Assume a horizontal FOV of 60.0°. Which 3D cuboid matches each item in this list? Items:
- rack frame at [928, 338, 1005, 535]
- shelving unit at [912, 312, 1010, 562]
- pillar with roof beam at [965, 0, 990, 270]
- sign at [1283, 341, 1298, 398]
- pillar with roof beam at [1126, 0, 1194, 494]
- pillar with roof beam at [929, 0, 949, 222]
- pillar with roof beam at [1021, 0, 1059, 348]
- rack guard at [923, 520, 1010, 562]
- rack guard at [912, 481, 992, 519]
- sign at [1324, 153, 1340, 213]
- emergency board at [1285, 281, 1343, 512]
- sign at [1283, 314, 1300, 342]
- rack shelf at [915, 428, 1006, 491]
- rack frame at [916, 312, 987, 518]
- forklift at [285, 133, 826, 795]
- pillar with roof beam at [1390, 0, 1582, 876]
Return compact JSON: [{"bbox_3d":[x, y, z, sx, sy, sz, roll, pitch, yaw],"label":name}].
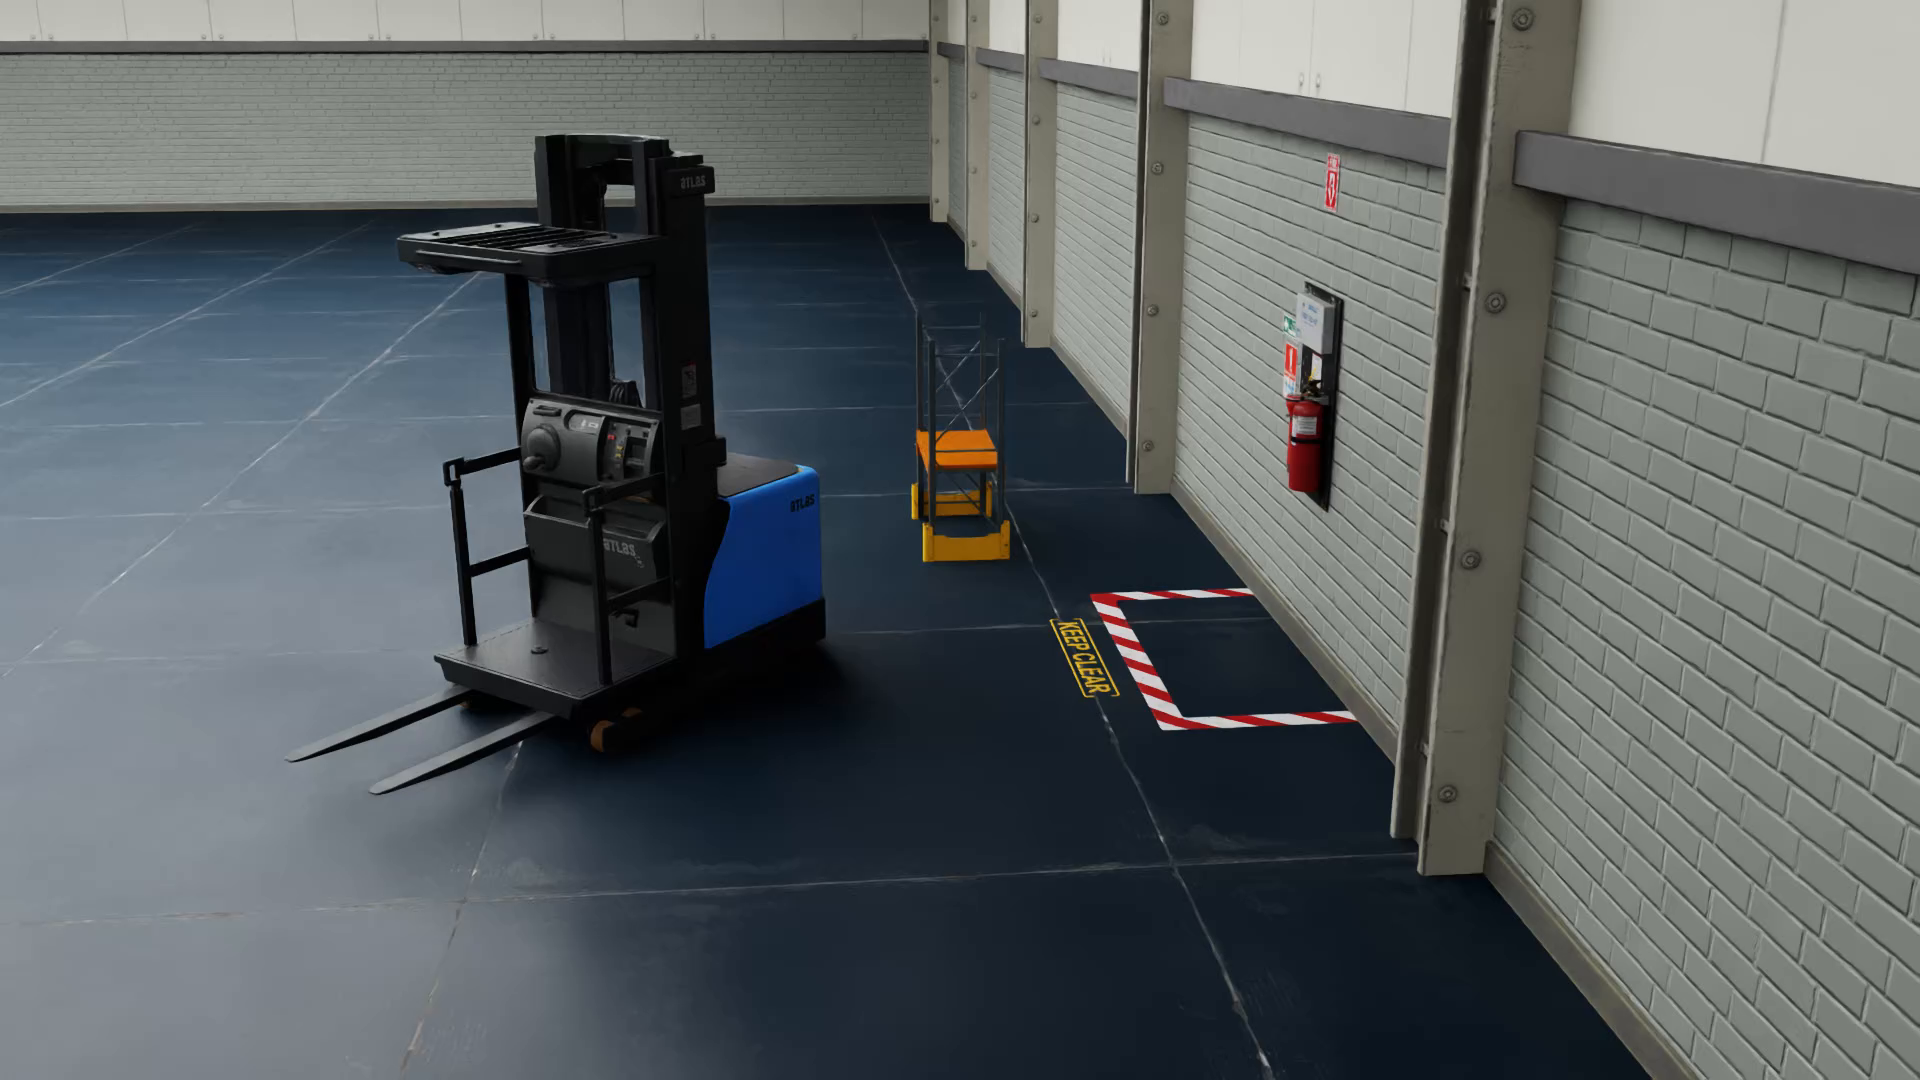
[{"bbox_3d":[0.044,-0.590,11.051,0.500,1.500,0.032,-2,18,-6],"label":"rack frame"},{"bbox_3d":[-0.008,-0.738,11.525,0.587,1.500,1.083,-2,18,-6],"label":"shelving unit"},{"bbox_3d":[-4.034,-8.152,22.620,9.100,9.000,0.400,-2,18,-6],"label":"pillar with roof beam"},{"bbox_3d":[1.934,-0.982,9.739,0.001,0.329,0.234,-2,18,-6],"label":"sign"},{"bbox_3d":[-2.796,-4.577,11.232,9.100,9.000,0.400,-2,18,-6],"label":"pillar with roof beam"},{"bbox_3d":[-4.652,-9.940,28.314,9.100,9.000,0.400,-2,18,-6],"label":"pillar with roof beam"},{"bbox_3d":[-3.415,-6.364,16.926,9.100,9.000,0.400,-2,18,-6],"label":"pillar with roof beam"},{"bbox_3d":[0.043,0.006,11.239,0.587,0.250,0.087,-2,18,-6],"label":"rack guard"},{"bbox_3d":[-0.059,-0.290,12.185,0.587,0.250,0.087,-2,18,-6],"label":"rack guard"},{"bbox_3d":[1.986,-1.909,8.879,0.001,0.298,0.199,-2,18,-6],"label":"sign"},{"bbox_3d":[1.888,-0.797,9.209,0.194,1.169,0.643,-2,18,-6],"label":"emergency board"},{"bbox_3d":[1.925,-1.234,9.654,0.001,0.109,0.331,-2,18,-6],"label":"sign"},{"bbox_3d":[-0.009,-0.569,11.587,0.538,0.185,1.000,-2,18,-6],"label":"rack shelf"},{"bbox_3d":[-0.061,-0.892,12.016,0.500,1.500,0.032,-2,18,-6],"label":"rack frame"},{"bbox_3d":[-2.015,-0.494,8.357,1.130,2.935,3.031,11,21,32],"label":"forklift"},{"bbox_3d":[-2.177,-2.789,5.538,9.100,9.000,0.400,-2,18,-6],"label":"pillar with roof beam"}]
